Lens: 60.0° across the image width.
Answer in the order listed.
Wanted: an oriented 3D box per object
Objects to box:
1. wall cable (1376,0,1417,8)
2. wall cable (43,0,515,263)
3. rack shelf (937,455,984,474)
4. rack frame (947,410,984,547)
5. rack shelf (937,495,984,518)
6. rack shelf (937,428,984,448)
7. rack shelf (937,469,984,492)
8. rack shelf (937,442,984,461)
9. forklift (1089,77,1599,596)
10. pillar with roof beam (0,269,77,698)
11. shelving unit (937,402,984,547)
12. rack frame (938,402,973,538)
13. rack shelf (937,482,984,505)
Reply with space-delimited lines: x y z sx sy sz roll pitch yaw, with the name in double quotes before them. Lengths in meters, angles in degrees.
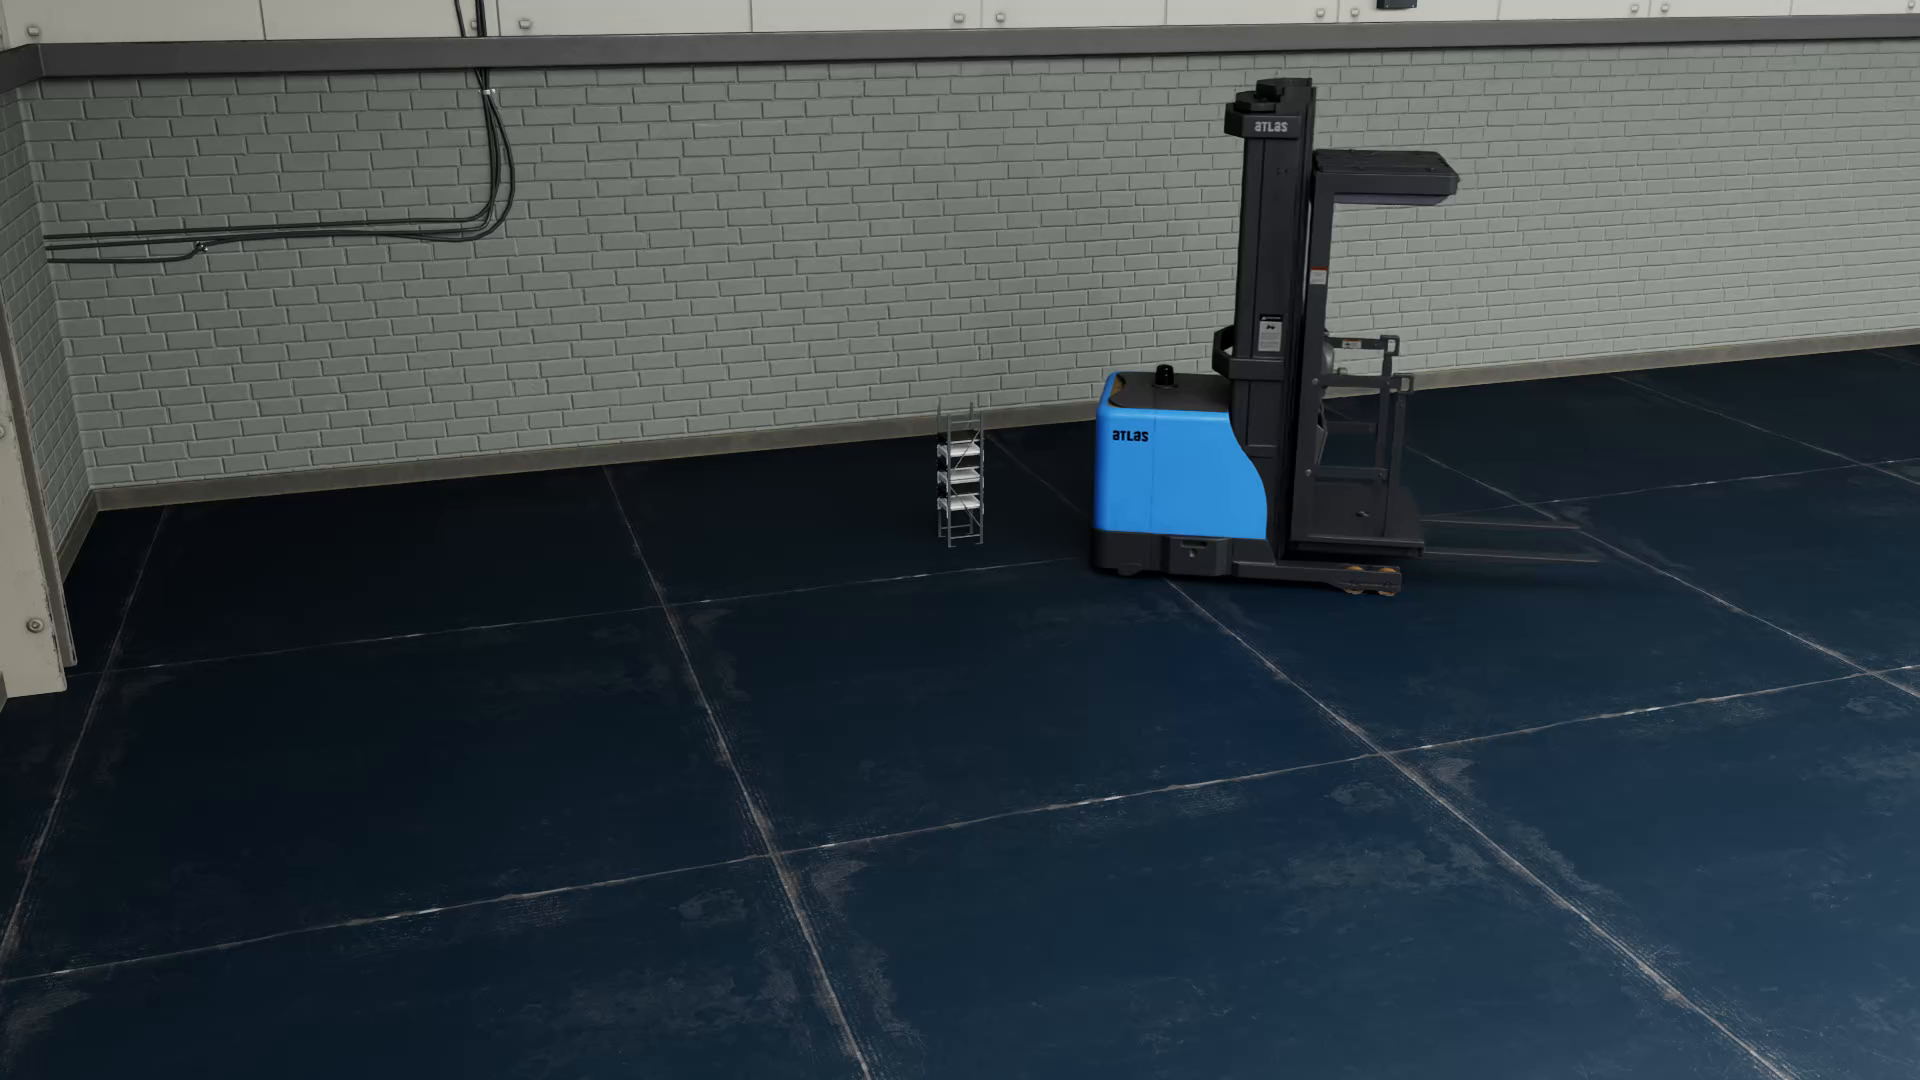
"wall cable" 4.448 -7.182 12.570 2.305 6.003 0.169 -6 21 -17
"wall cable" -4.569 -3.117 10.876 3.097 2.526 0.112 -6 21 -17
"rack shelf" 0.003 -0.474 10.738 0.258 0.077 0.200 -6 21 -17
"rack frame" 0.034 -0.388 10.666 0.240 0.900 0.006 -6 21 -17
"rack shelf" 0.003 -0.220 10.829 0.258 0.077 0.200 -6 21 -17
"rack shelf" 0.003 -0.644 10.677 0.258 0.077 0.200 -6 21 -17
"rack shelf" 0.003 -0.390 10.768 0.258 0.077 0.200 -6 21 -17
"rack shelf" 0.003 -0.559 10.708 0.258 0.077 0.200 -6 21 -17
"forklift" 2.368 -1.236 10.023 3.031 2.935 1.130 3 20 9
"pillar with roof beam" -0.811 -3.950 8.601 9.100 9.000 0.400 -6 21 -17
"shelving unit" 0.003 -0.421 10.757 0.258 0.900 0.210 -6 21 -17
"rack frame" -0.029 -0.454 10.848 0.240 0.900 0.006 -6 21 -17
"rack shelf" 0.003 -0.305 10.799 0.258 0.077 0.200 -6 21 -17
